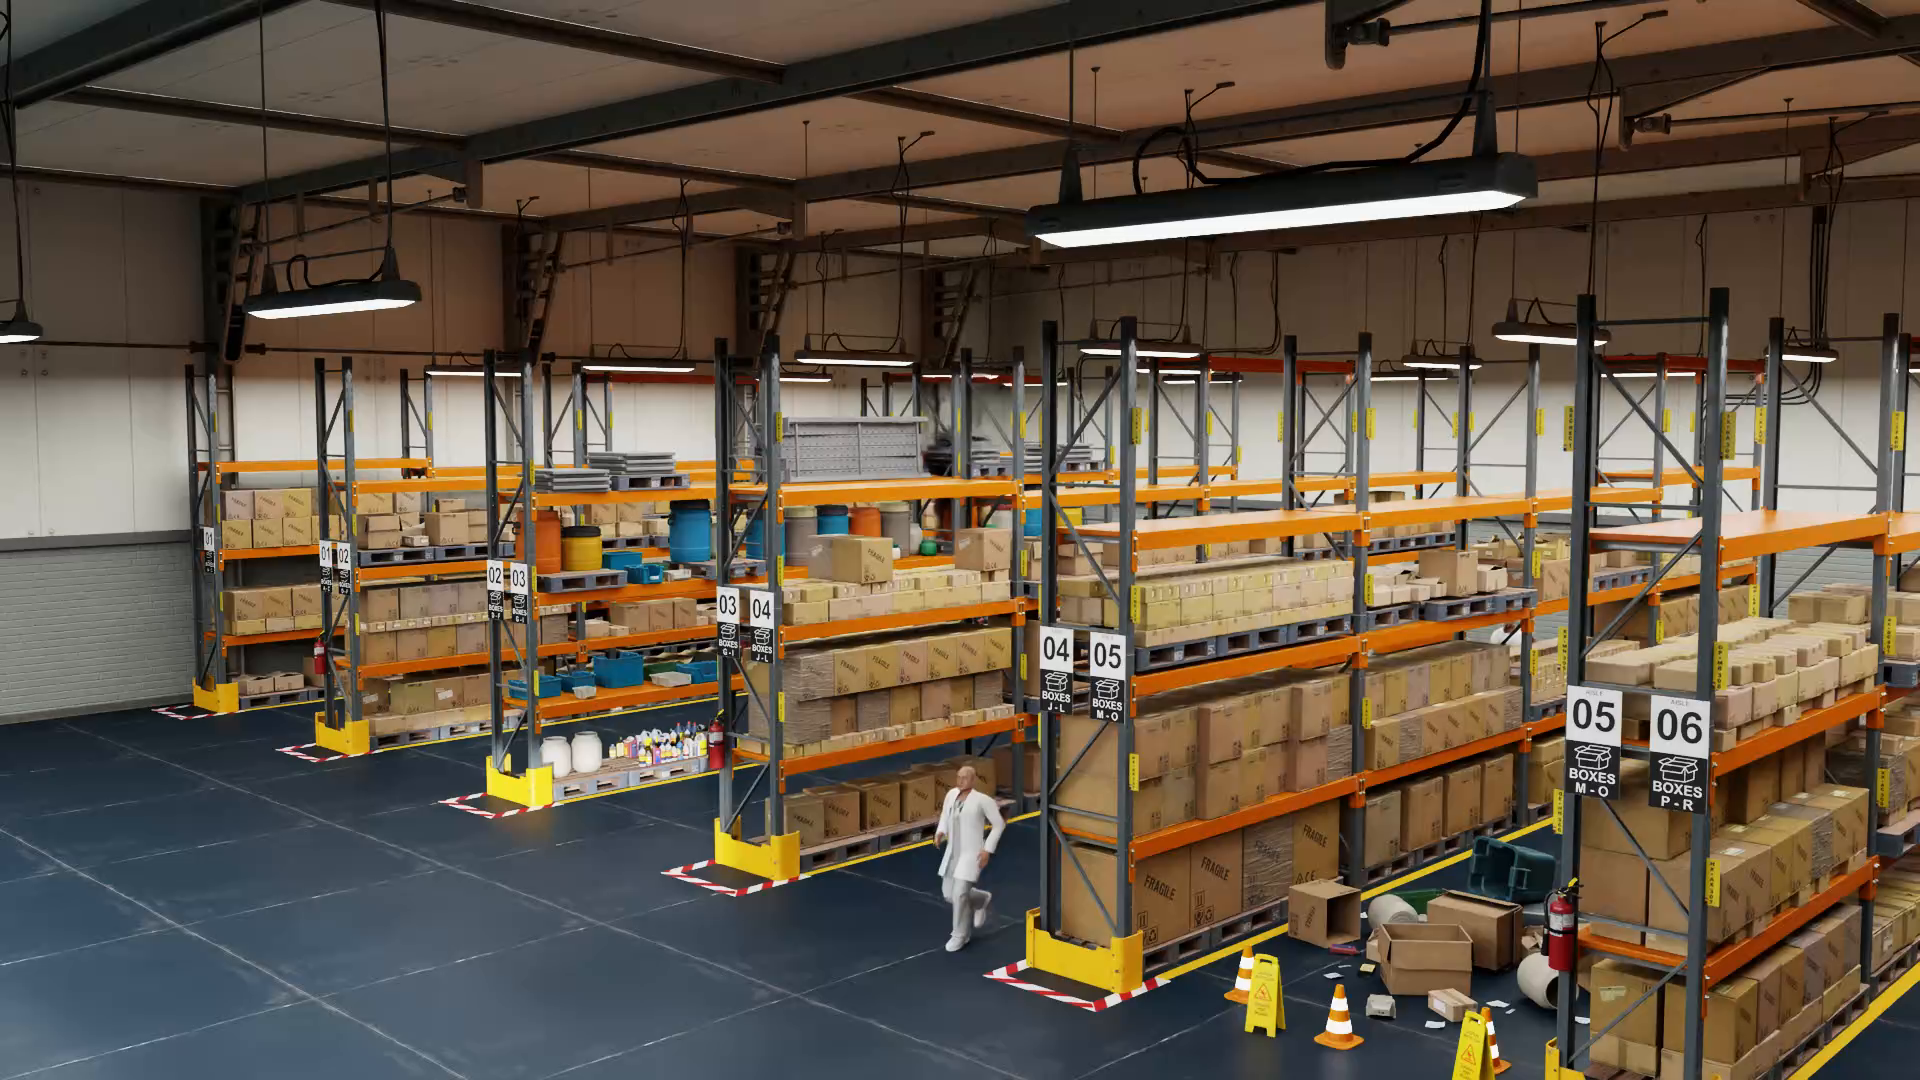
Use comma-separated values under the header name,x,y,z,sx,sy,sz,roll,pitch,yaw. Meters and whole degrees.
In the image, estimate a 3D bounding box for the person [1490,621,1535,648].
name,x,y,z,sx,sy,sz,roll,pitch,yaw
person,9.473,2.114,28.550,0.727,1.782,0.832,3,5,31

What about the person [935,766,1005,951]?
name,x,y,z,sx,sy,sz,roll,pitch,yaw
person,0.075,3.066,16.212,0.749,1.756,0.710,4,6,41

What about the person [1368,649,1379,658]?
name,x,y,z,sx,sy,sz,roll,pitch,yaw
person,6.116,2.447,24.817,0.577,1.680,0.711,3,5,35
